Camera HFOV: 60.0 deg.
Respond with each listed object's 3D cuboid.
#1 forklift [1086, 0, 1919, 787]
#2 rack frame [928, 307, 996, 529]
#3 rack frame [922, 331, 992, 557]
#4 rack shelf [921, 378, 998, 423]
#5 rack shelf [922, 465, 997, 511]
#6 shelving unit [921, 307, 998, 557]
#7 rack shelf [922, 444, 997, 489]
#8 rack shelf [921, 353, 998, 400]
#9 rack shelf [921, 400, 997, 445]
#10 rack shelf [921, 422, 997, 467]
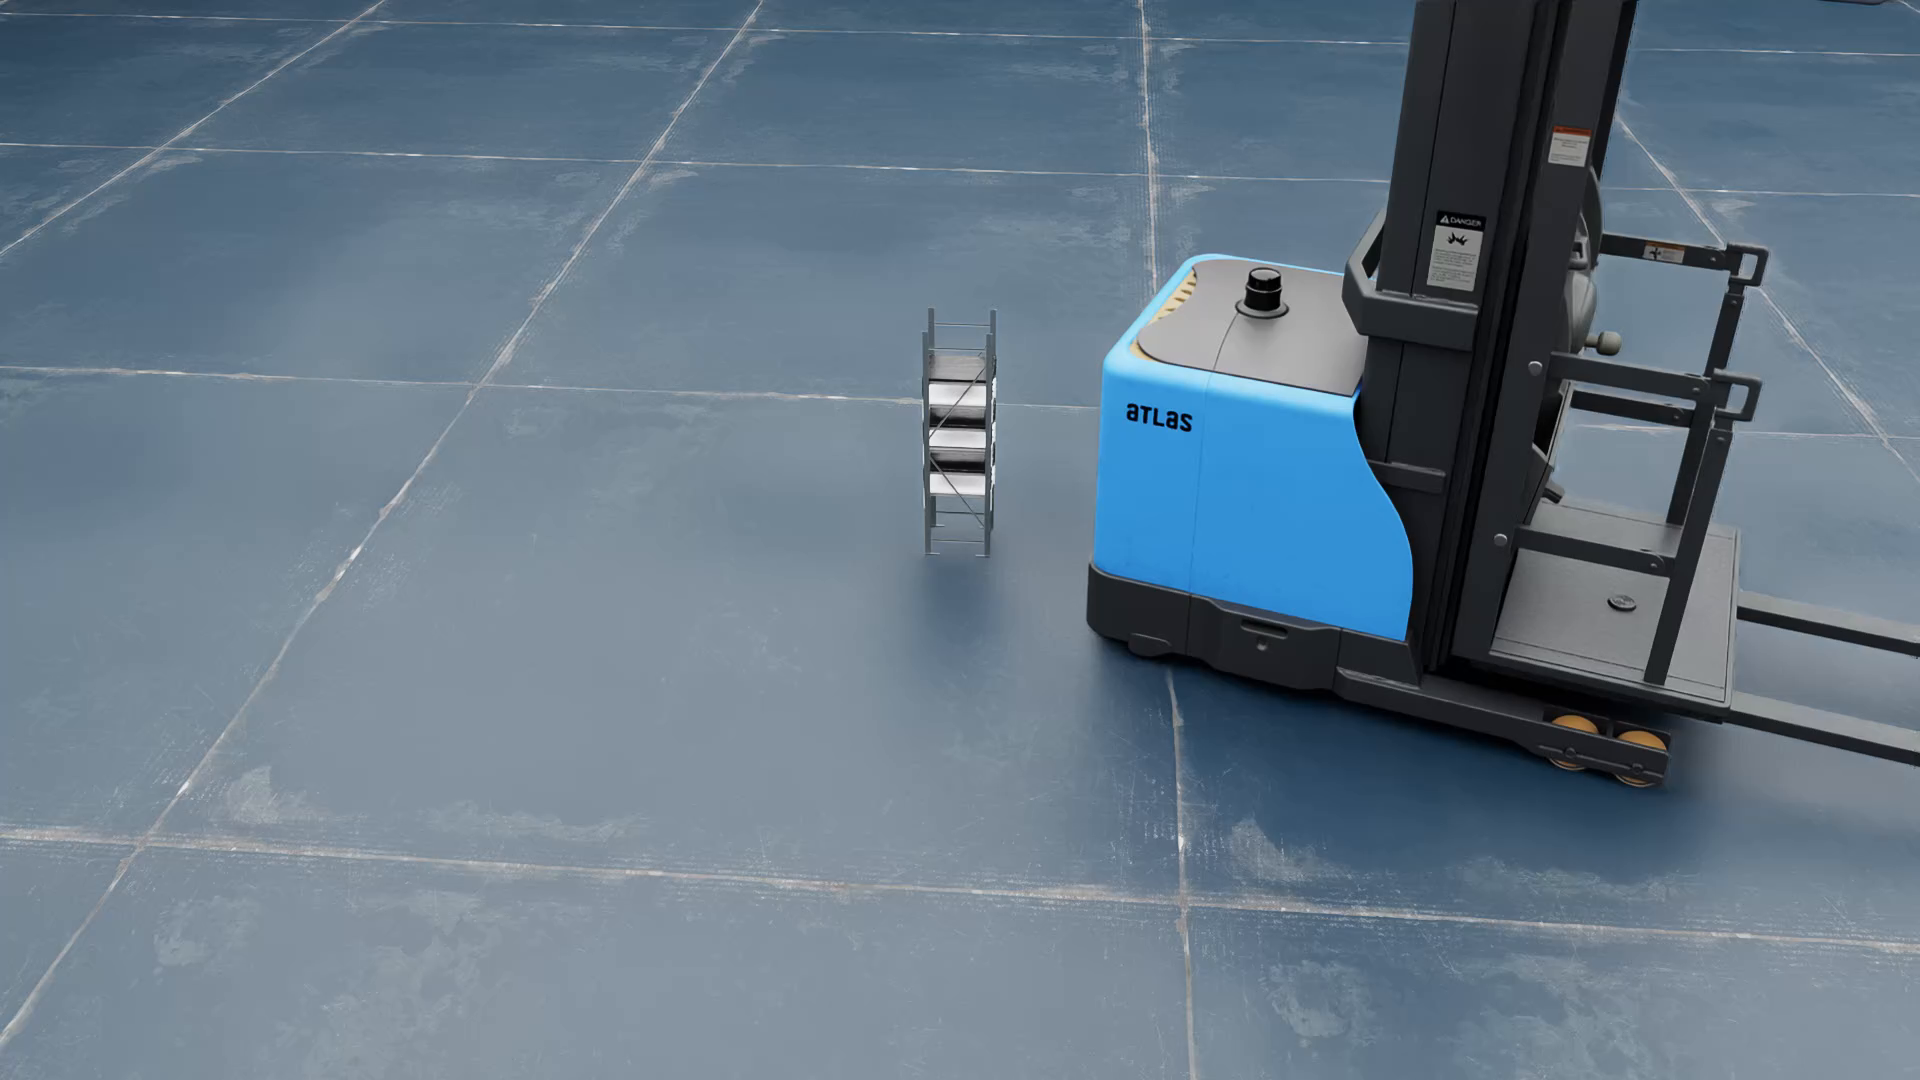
[{"bbox_3d":[1.995,-0.819,4.785,3.031,2.935,1.130,13,34,20],"label":"forklift"},{"bbox_3d":[0.008,-0.432,6.093,0.240,0.900,0.006,2,32,4],"label":"rack frame"},{"bbox_3d":[-0.009,-0.326,5.921,0.240,0.900,0.006,2,32,4],"label":"rack frame"},{"bbox_3d":[-0.001,-0.504,5.930,0.258,0.077,0.200,2,32,4],"label":"rack shelf"},{"bbox_3d":[-0.001,-0.197,6.119,0.258,0.077,0.200,2,32,4],"label":"rack shelf"},{"bbox_3d":[-0.001,-0.379,6.007,0.258,0.900,0.210,2,32,4],"label":"shelving unit"},{"bbox_3d":[-0.001,-0.274,6.072,0.258,0.077,0.200,2,32,4],"label":"rack shelf"},{"bbox_3d":[-0.001,-0.580,5.883,0.258,0.077,0.200,2,32,4],"label":"rack shelf"},{"bbox_3d":[-0.001,-0.427,5.977,0.258,0.077,0.200,2,32,4],"label":"rack shelf"},{"bbox_3d":[-0.001,-0.350,6.025,0.258,0.077,0.200,2,32,4],"label":"rack shelf"}]
